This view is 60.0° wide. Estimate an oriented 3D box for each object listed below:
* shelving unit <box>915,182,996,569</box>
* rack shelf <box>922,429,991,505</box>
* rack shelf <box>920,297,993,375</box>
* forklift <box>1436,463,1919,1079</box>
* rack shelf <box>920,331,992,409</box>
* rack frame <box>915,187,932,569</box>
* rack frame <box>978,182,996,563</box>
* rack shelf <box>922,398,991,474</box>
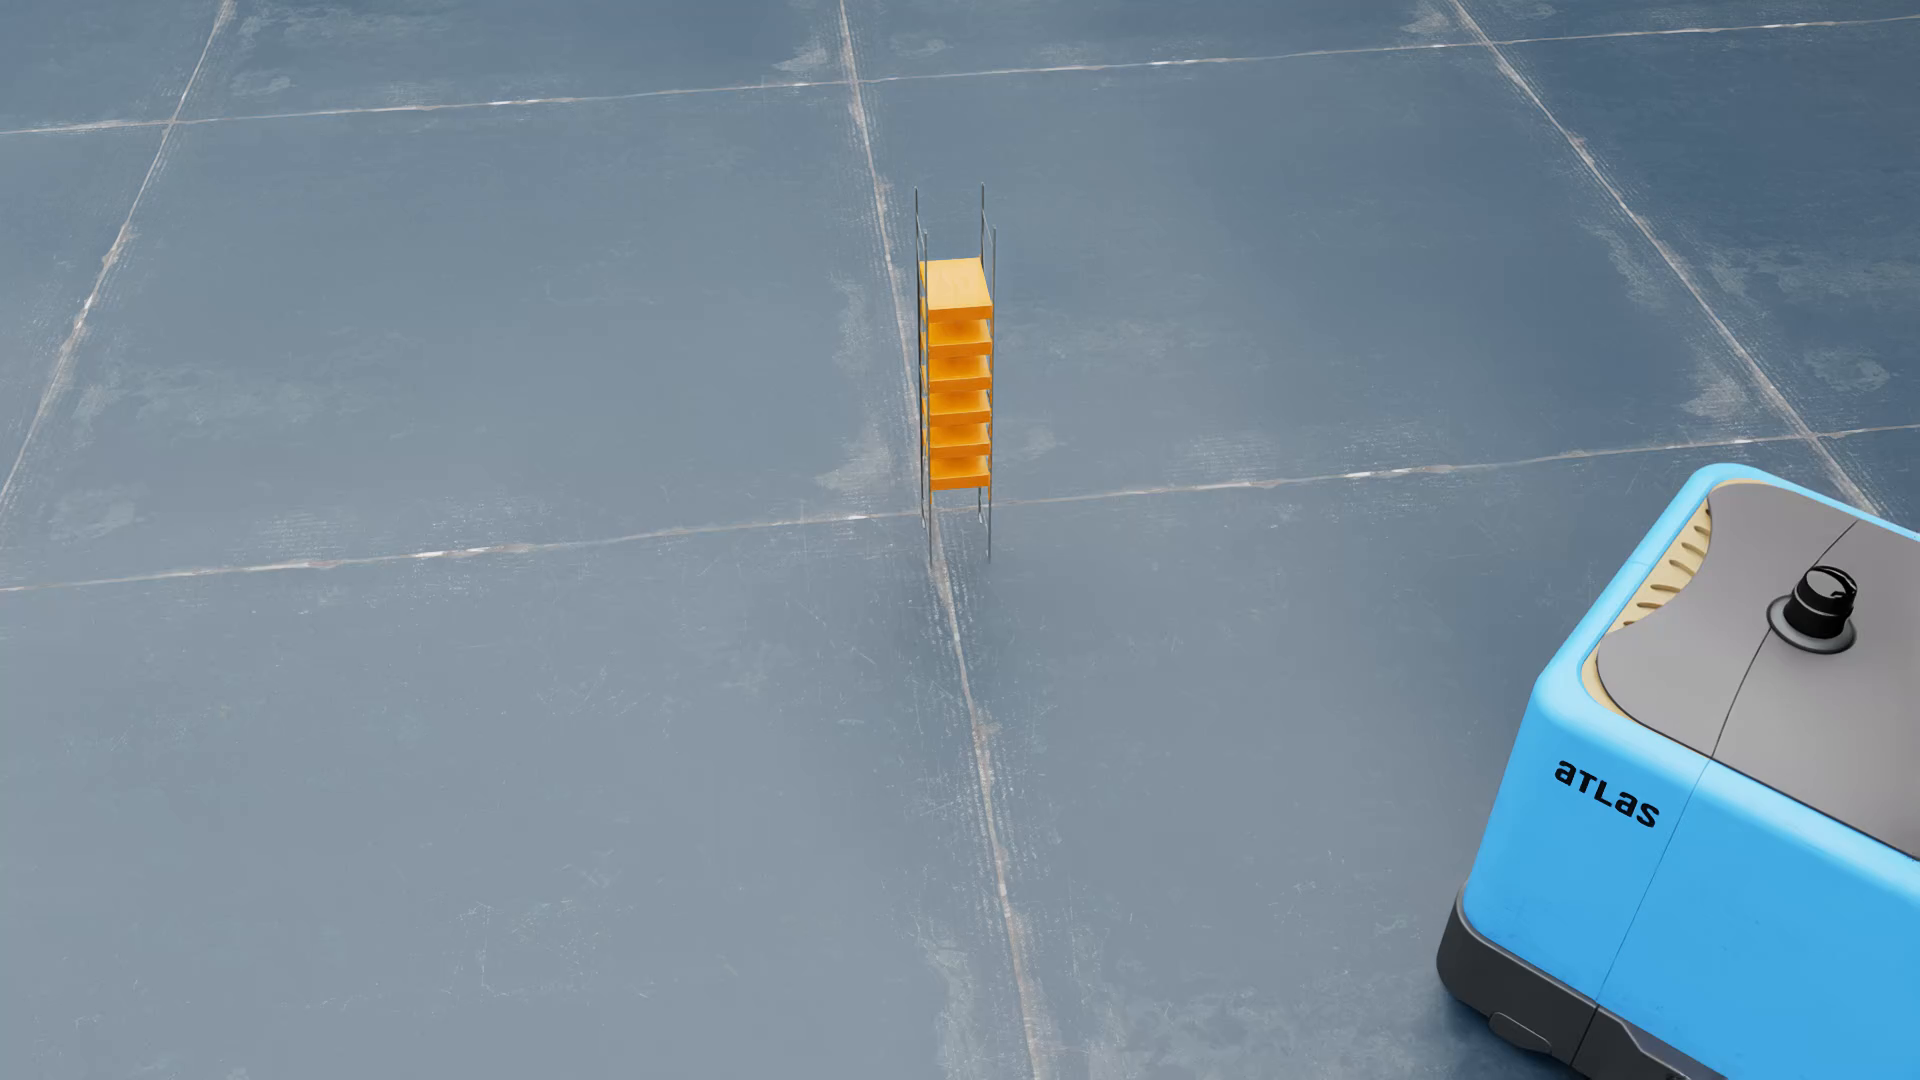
[{"bbox_3d":[-0.014,-0.444,4.847,0.189,1.200,0.258,-5,42,-6],"label":"shelving unit"},{"bbox_3d":[-0.014,-0.233,5.037,0.180,0.103,0.258,-5,42,-6],"label":"rack shelf"},{"bbox_3d":[-0.014,-0.589,4.716,0.180,0.103,0.258,-5,42,-6],"label":"rack shelf"},{"bbox_3d":[2.608,0.411,2.672,3.031,2.843,1.129,29,49,28],"label":"forklift"},{"bbox_3d":[-0.014,-0.500,4.796,0.180,0.103,0.258,-5,42,-6],"label":"rack shelf"},{"bbox_3d":[-0.105,-0.436,4.838,0.006,1.200,0.240,-5,42,-6],"label":"rack frame"},{"bbox_3d":[0.076,-0.452,4.856,0.006,1.200,0.240,-5,42,-6],"label":"rack frame"},{"bbox_3d":[-0.014,-0.322,4.957,0.180,0.103,0.258,-5,42,-6],"label":"rack shelf"}]
